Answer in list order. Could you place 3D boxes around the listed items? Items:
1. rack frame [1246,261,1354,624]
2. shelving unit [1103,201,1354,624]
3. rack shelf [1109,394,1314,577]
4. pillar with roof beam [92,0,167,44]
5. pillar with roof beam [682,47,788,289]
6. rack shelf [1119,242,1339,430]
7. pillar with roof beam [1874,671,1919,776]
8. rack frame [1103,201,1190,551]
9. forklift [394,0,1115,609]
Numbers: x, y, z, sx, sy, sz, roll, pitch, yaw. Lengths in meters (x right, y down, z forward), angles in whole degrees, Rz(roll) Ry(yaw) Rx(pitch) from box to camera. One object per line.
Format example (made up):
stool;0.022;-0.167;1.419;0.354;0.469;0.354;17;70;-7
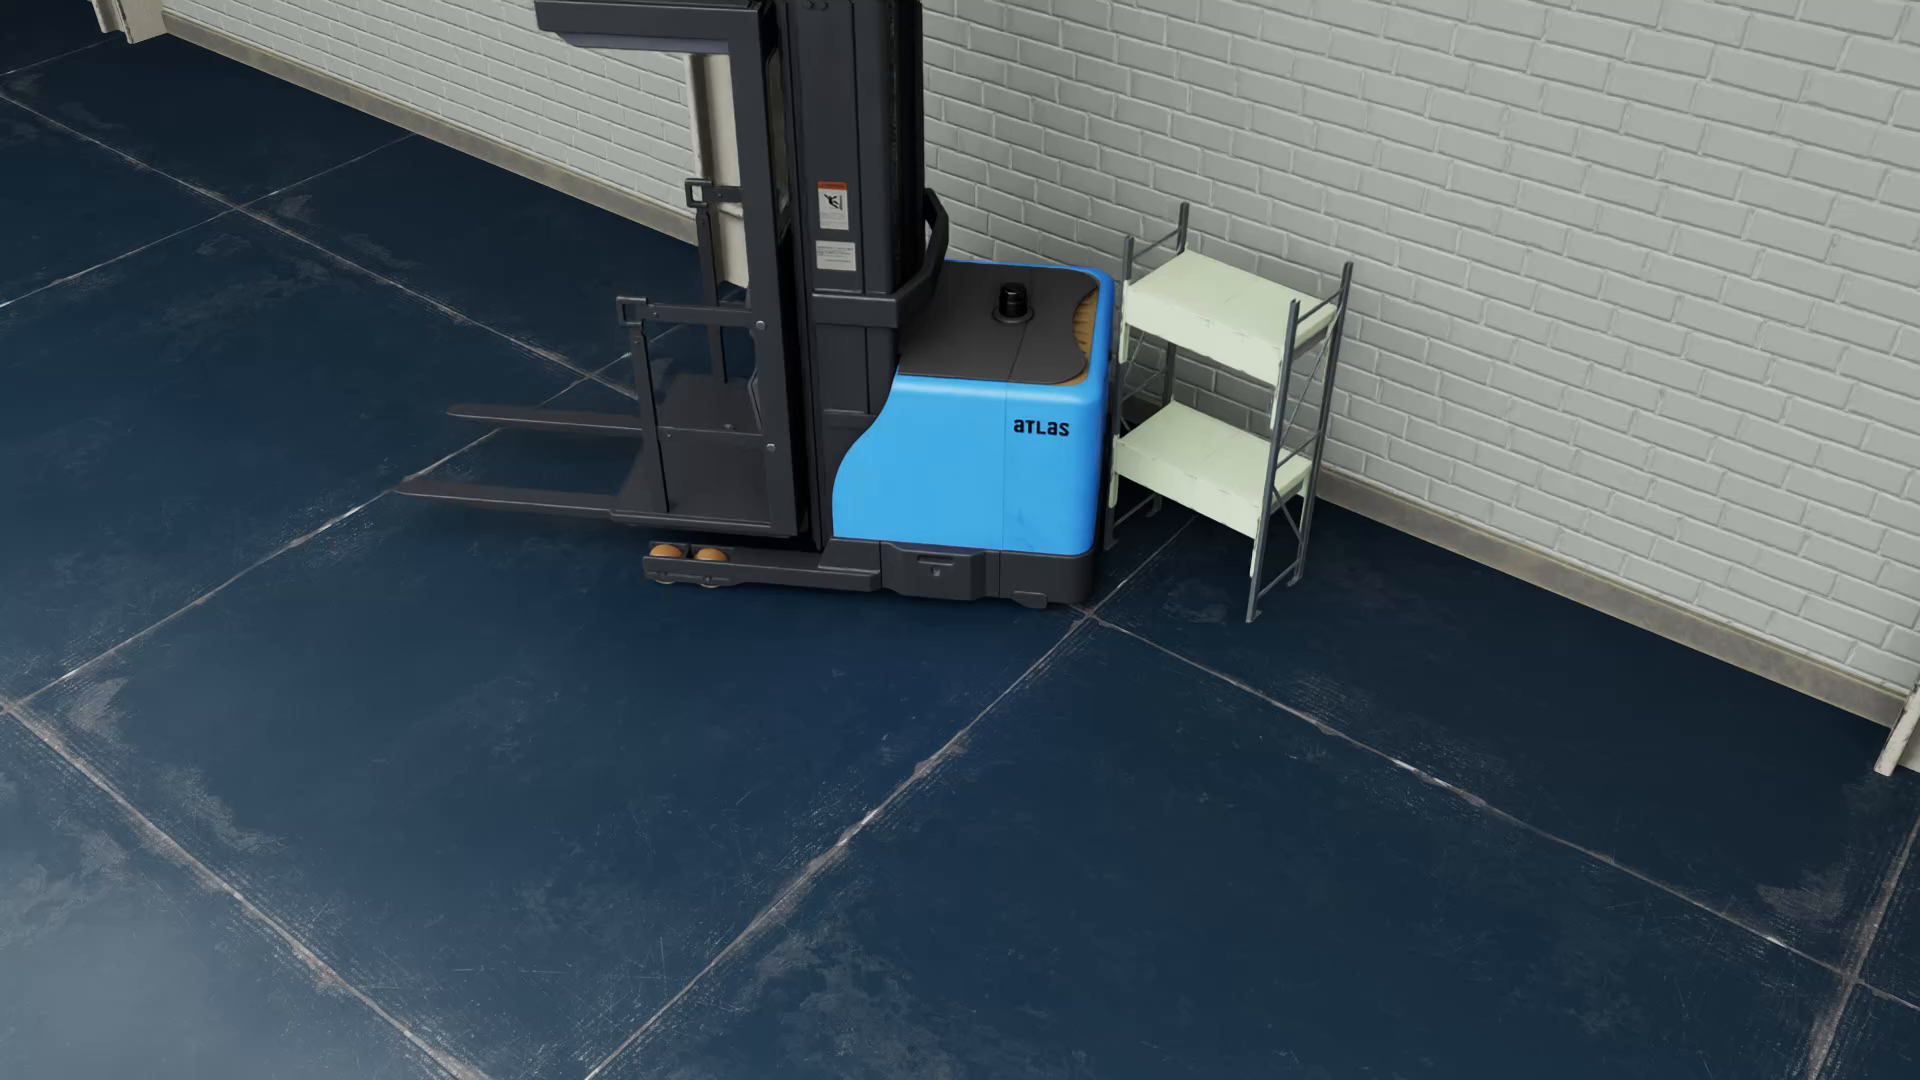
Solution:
rack frame;1.311;-0.344;6.472;0.023;1.500;0.400;28;46;31
shelving unit;1.035;-0.492;6.662;0.755;1.500;0.431;28;46;31
rack shelf;1.035;-0.235;6.863;0.720;0.370;0.431;28;46;31
pillar with roof beam;-8.512;-5.078;6.436;0.400;9.000;9.100;25;45;29
pillar with roof beam;-3.746;-2.831;3.566;0.400;9.000;9.100;25;45;29
rack shelf;1.035;-0.799;6.421;0.720;0.370;0.431;28;46;31
pillar with roof beam;1.020;-0.584;0.696;0.400;9.000;9.100;25;45;29
rack frame;0.759;-0.640;6.851;0.023;1.500;0.400;28;46;31
forklift;-0.896;-1.271;6.496;3.031;2.935;1.130;5;38;6
